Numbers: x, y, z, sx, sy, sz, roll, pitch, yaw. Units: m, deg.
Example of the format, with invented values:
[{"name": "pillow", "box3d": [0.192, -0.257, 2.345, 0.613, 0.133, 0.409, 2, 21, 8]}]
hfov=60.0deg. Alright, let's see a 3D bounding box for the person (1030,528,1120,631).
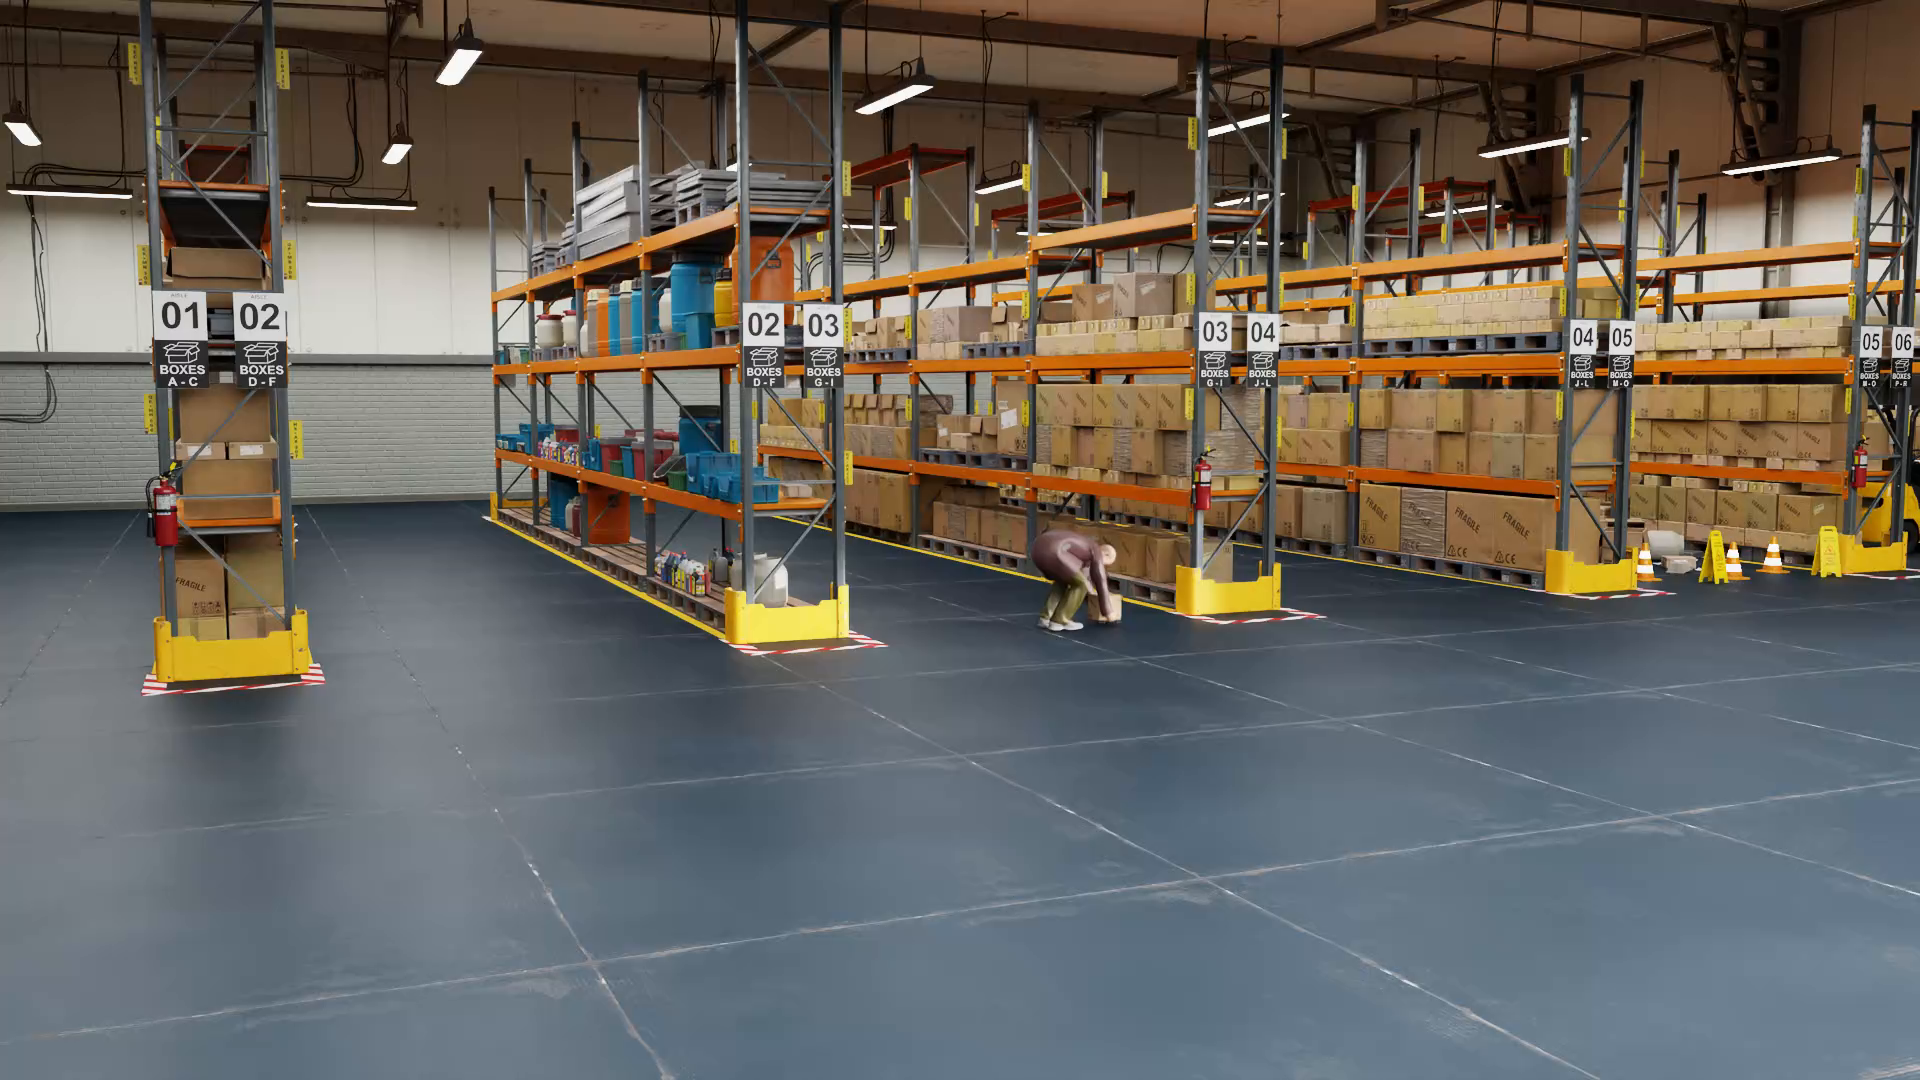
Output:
[{"name": "person", "box3d": [1.156, 0.381, 16.724, 0.943, 1.010, 0.590, -3, 6, -26]}]
